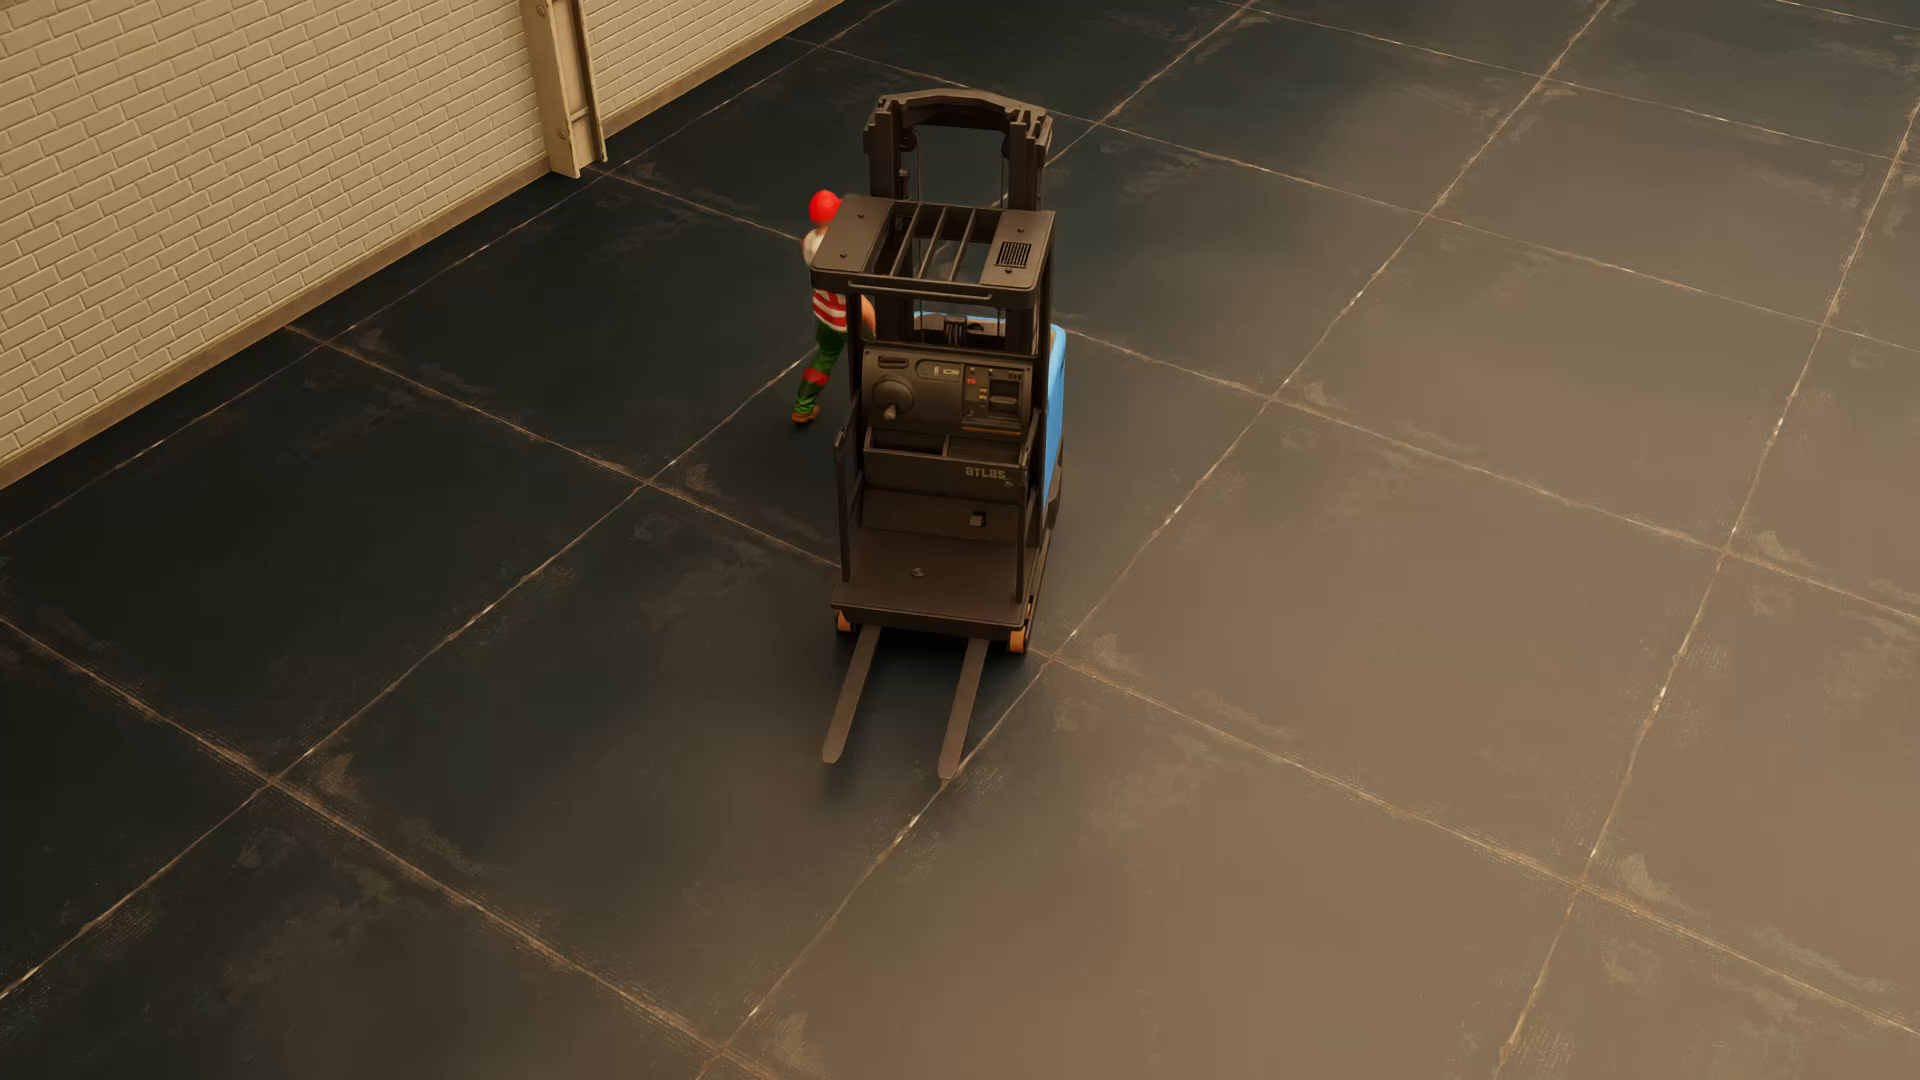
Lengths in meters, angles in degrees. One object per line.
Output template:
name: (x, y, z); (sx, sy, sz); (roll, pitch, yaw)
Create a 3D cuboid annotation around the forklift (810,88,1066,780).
forklift: (-0.108, -0.731, 8.830); (1.130, 2.935, 3.031); (7, 41, 8)

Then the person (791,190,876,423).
person: (-0.657, -1.436, 10.645); (0.828, 1.697, 0.756); (-28, 48, -29)
